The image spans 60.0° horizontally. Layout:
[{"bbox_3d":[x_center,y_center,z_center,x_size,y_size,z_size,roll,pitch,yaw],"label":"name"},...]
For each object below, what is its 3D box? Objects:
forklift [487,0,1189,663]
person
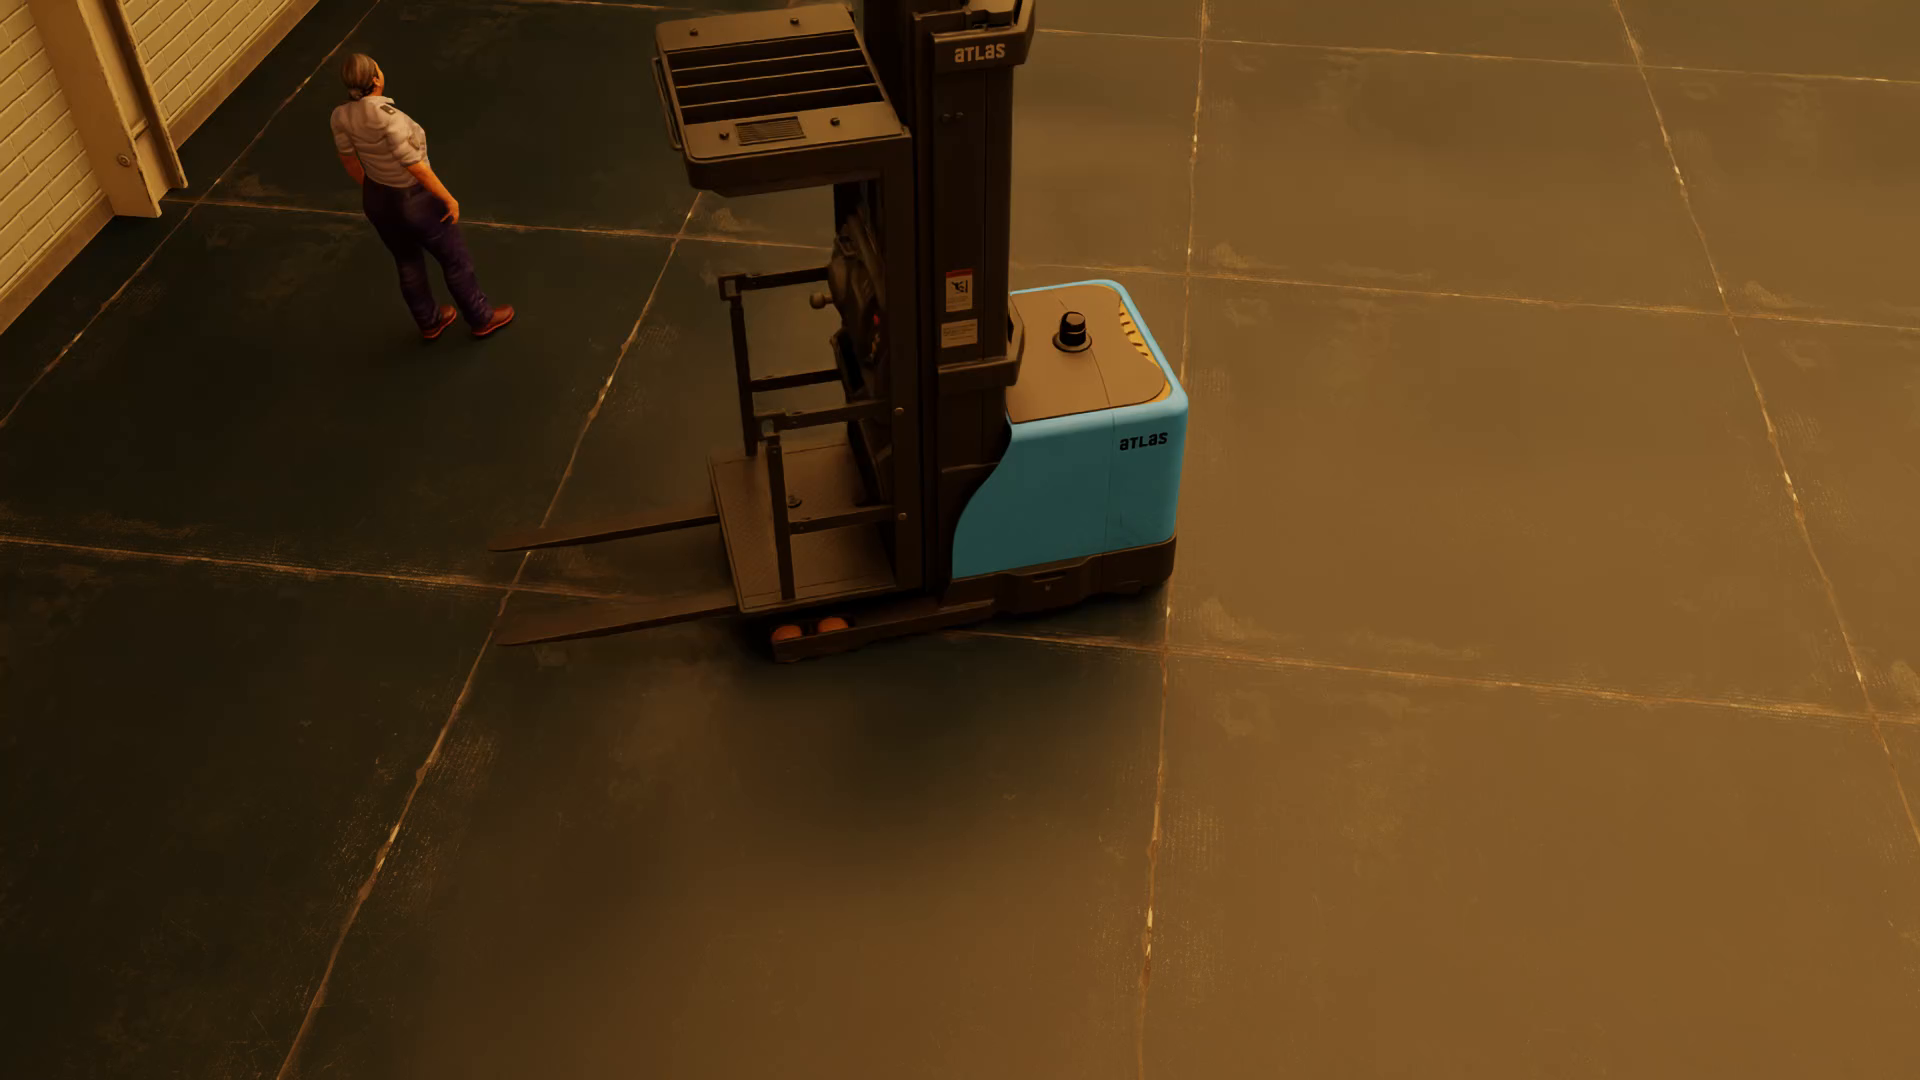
[{"bbox_3d":[-0.598,-0.940,6.748,3.031,2.935,1.130,-10,43,-10],"label":"forklift"},{"bbox_3d":[-2.814,-1.789,8.612,0.588,1.653,0.504,15,45,16],"label":"person"}]
